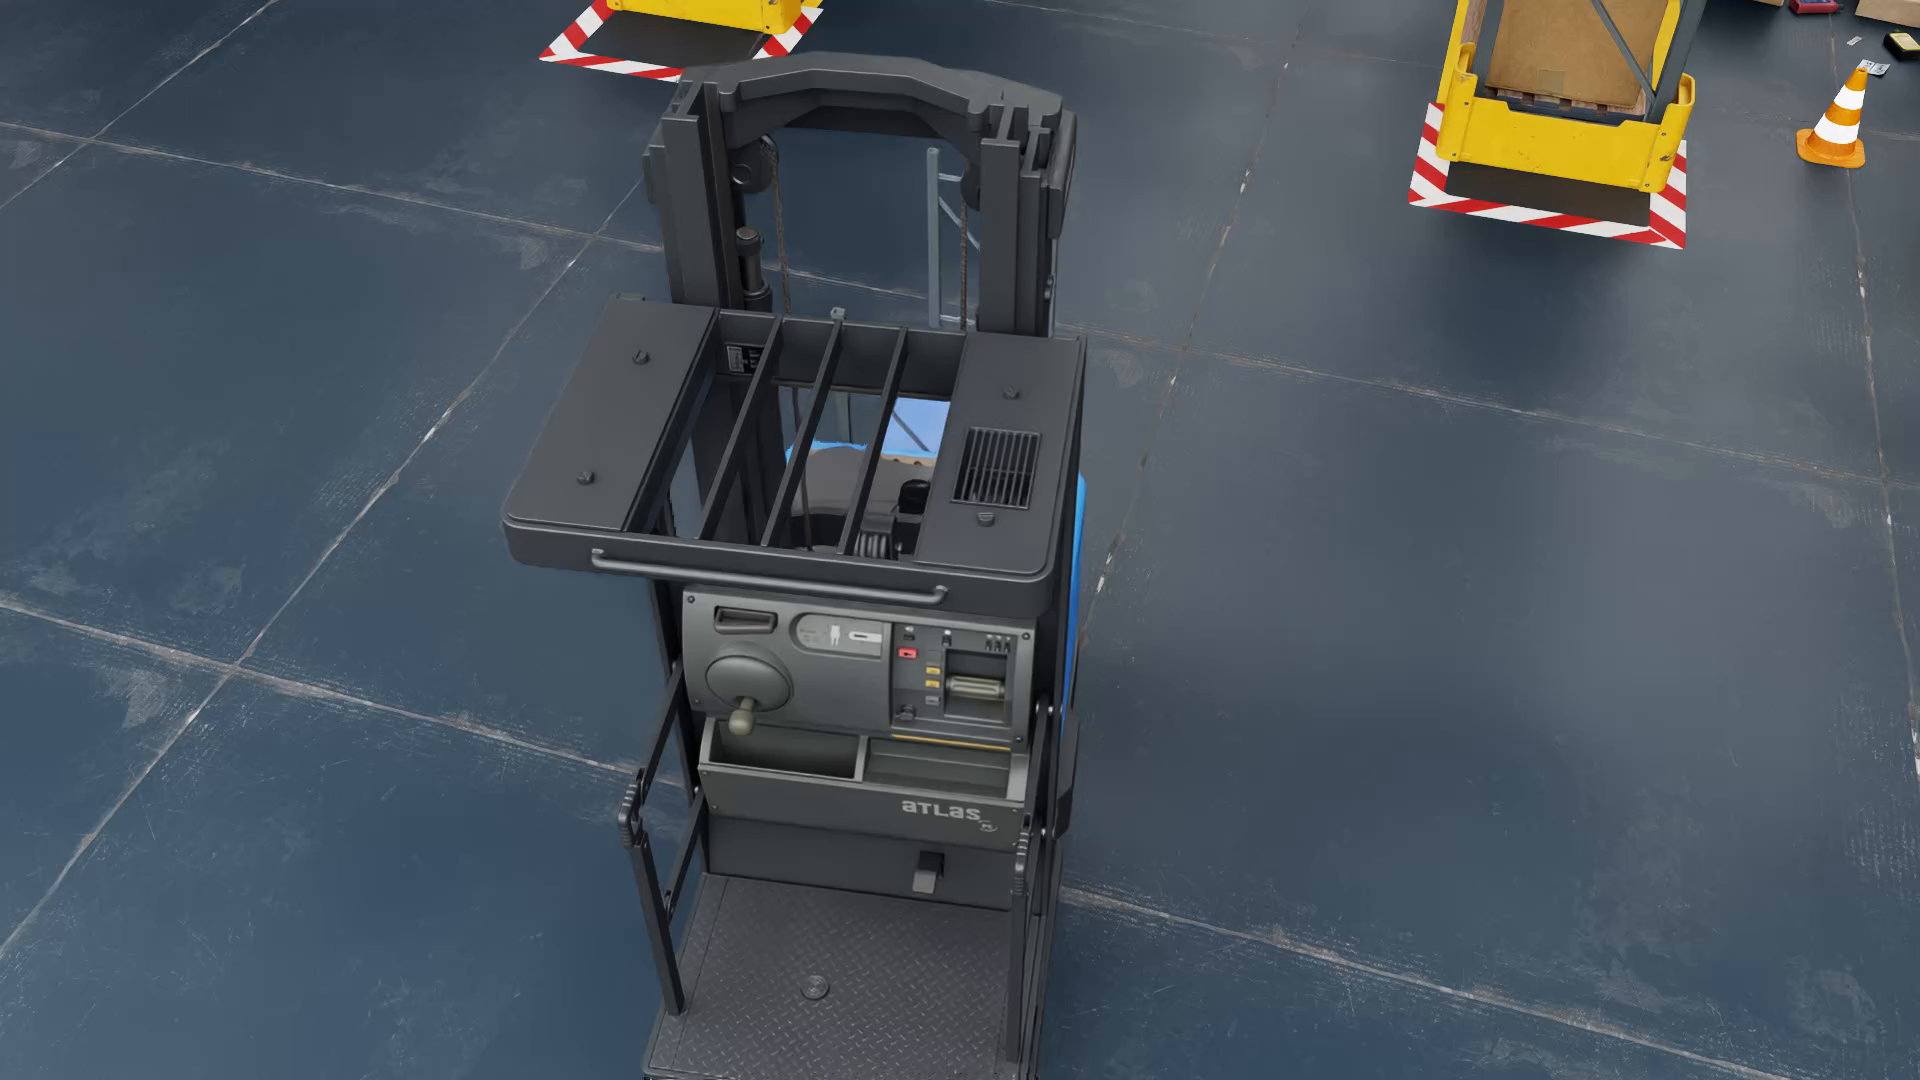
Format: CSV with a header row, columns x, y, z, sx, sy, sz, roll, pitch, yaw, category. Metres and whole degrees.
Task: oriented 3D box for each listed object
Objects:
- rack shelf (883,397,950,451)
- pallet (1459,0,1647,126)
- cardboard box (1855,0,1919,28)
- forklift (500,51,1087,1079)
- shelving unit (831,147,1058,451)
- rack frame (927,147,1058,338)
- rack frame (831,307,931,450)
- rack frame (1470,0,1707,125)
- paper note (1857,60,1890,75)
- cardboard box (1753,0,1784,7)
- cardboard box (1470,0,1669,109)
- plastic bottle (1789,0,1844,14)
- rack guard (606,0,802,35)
x,y,z,sx,sy,sz,roll,pitch,yaw,category
-0.026,-0.368,6.311,0.538,0.185,1.000,12,46,12,rack shelf
3.298,-2.658,9.315,1.003,0.211,1.213,13,46,13,pallet
5.577,-3.258,9.890,0.396,0.266,0.258,20,48,19,cardboard box
7.821,-3.821,8.559,15.389,2.935,17.483,6,45,6,forklift
-0.026,-0.497,6.185,0.538,1.500,1.048,12,46,12,shelving unit
0.122,-0.837,6.533,0.500,1.500,0.032,12,46,12,rack frame
-0.174,-0.157,5.838,0.500,1.500,0.032,12,46,12,rack frame
3.131,-3.105,7.778,1.000,3.000,0.127,13,46,13,rack frame
5.211,-2.701,9.490,0.144,0.017,0.142,28,51,26,paper note
4.850,-3.627,10.097,0.500,0.500,0.500,20,48,19,cardboard box
3.273,-2.962,8.851,0.875,0.875,0.875,13,46,13,cardboard box
5.153,-3.219,9.996,0.283,0.061,0.133,-2,44,-2,plastic bottle
-1.543,-3.380,9.847,1.175,0.500,0.348,13,46,13,rack guard
